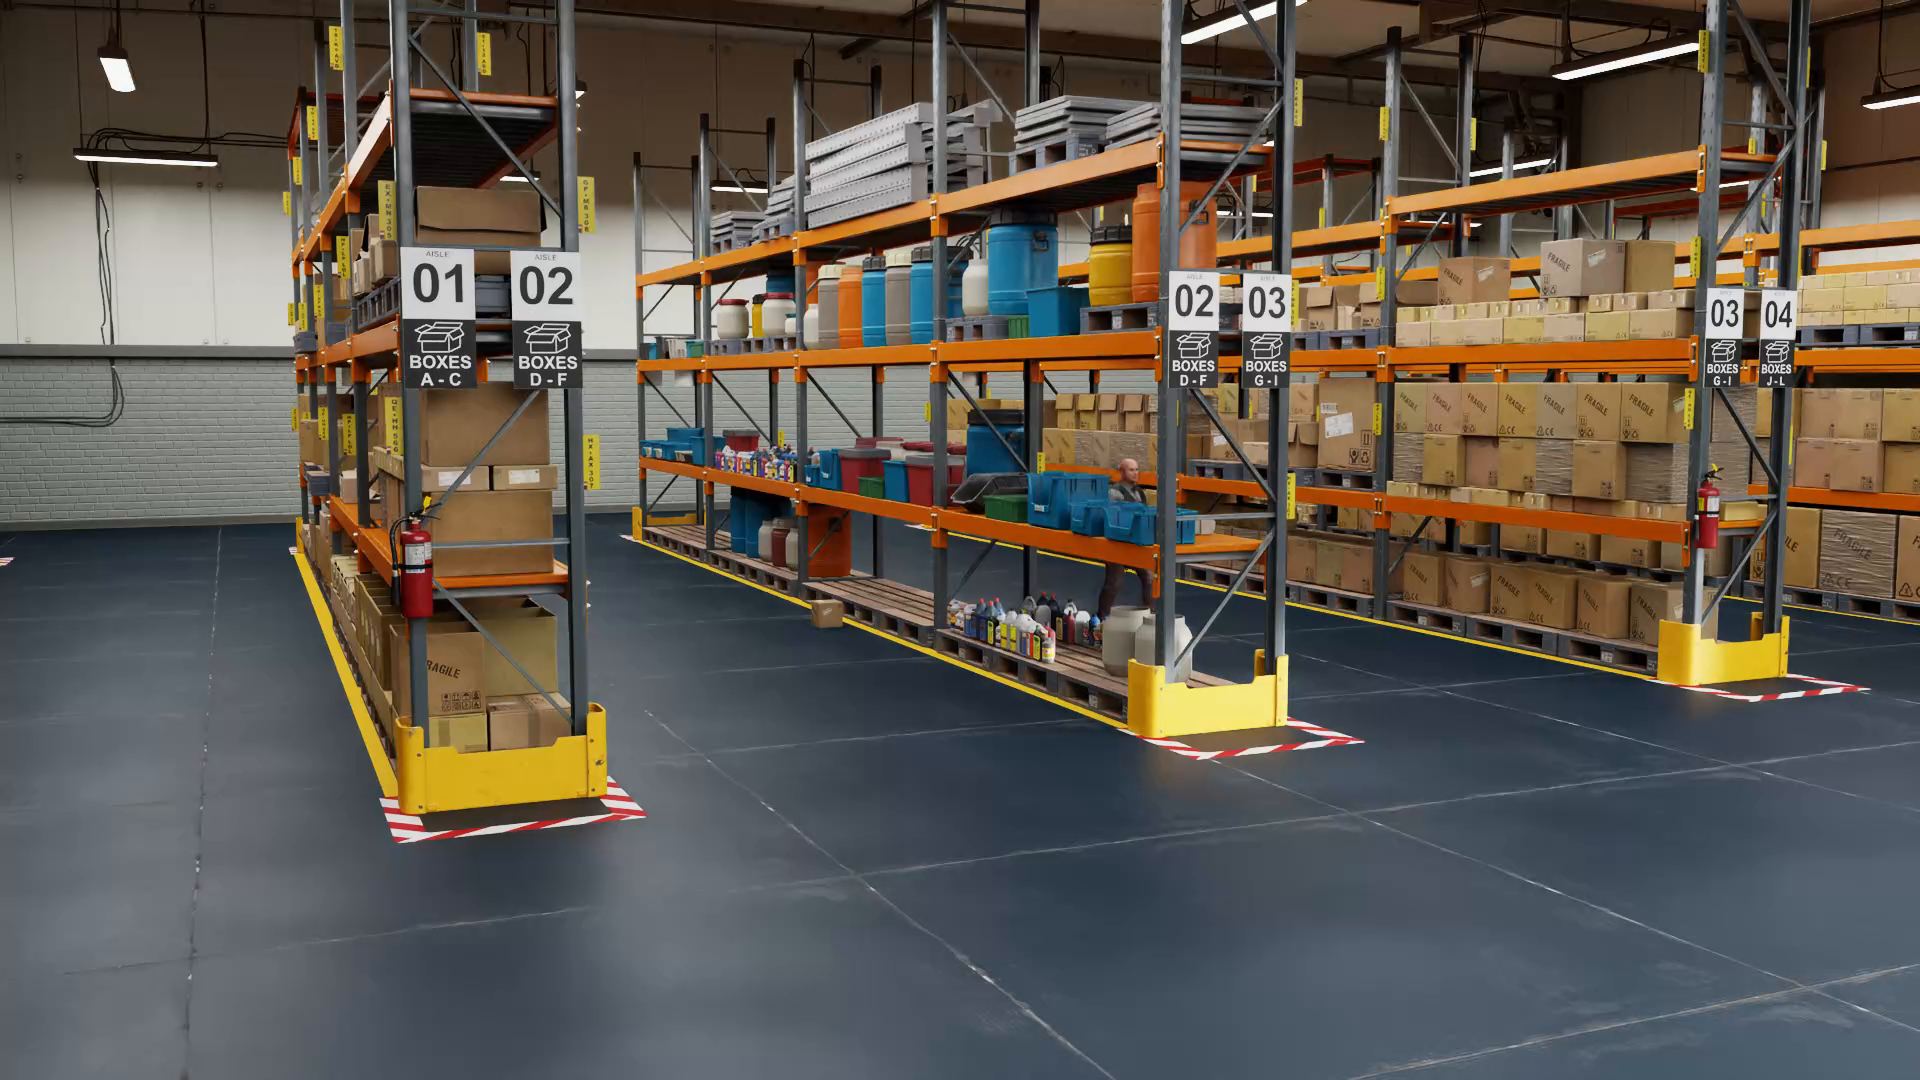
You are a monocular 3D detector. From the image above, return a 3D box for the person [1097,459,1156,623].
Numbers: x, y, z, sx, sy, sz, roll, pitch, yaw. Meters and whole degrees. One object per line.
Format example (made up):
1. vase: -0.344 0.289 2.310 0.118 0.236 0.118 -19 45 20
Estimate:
1. person: 1.653 0.070 16.088 0.589 1.714 0.847 -5 7 -41
